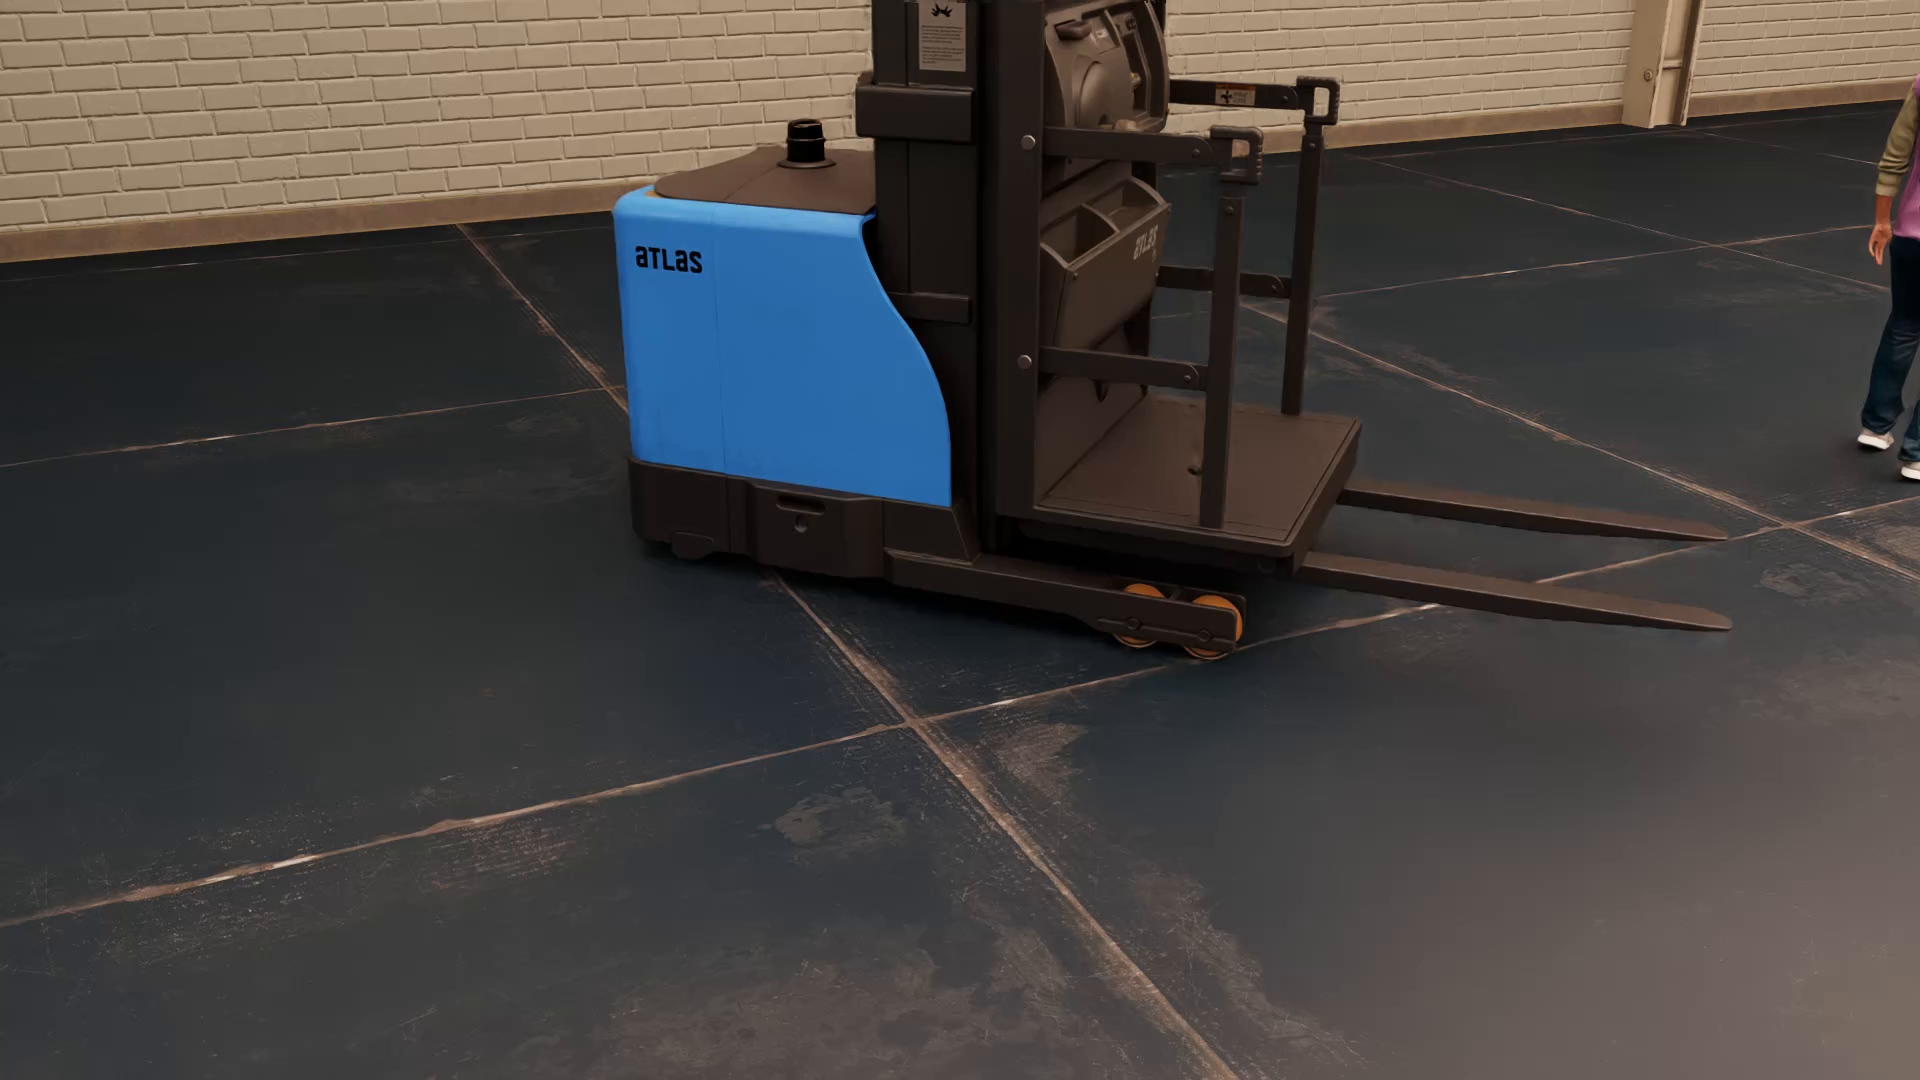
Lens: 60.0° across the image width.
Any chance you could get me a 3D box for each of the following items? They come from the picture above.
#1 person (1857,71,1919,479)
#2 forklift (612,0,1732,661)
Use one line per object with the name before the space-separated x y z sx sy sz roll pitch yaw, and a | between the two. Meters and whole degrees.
person | 3.278 -0.984 5.454 0.439 1.623 0.494 -14 26 -30
forklift | 0.583 -1.270 4.344 3.031 2.935 1.130 9 24 20
